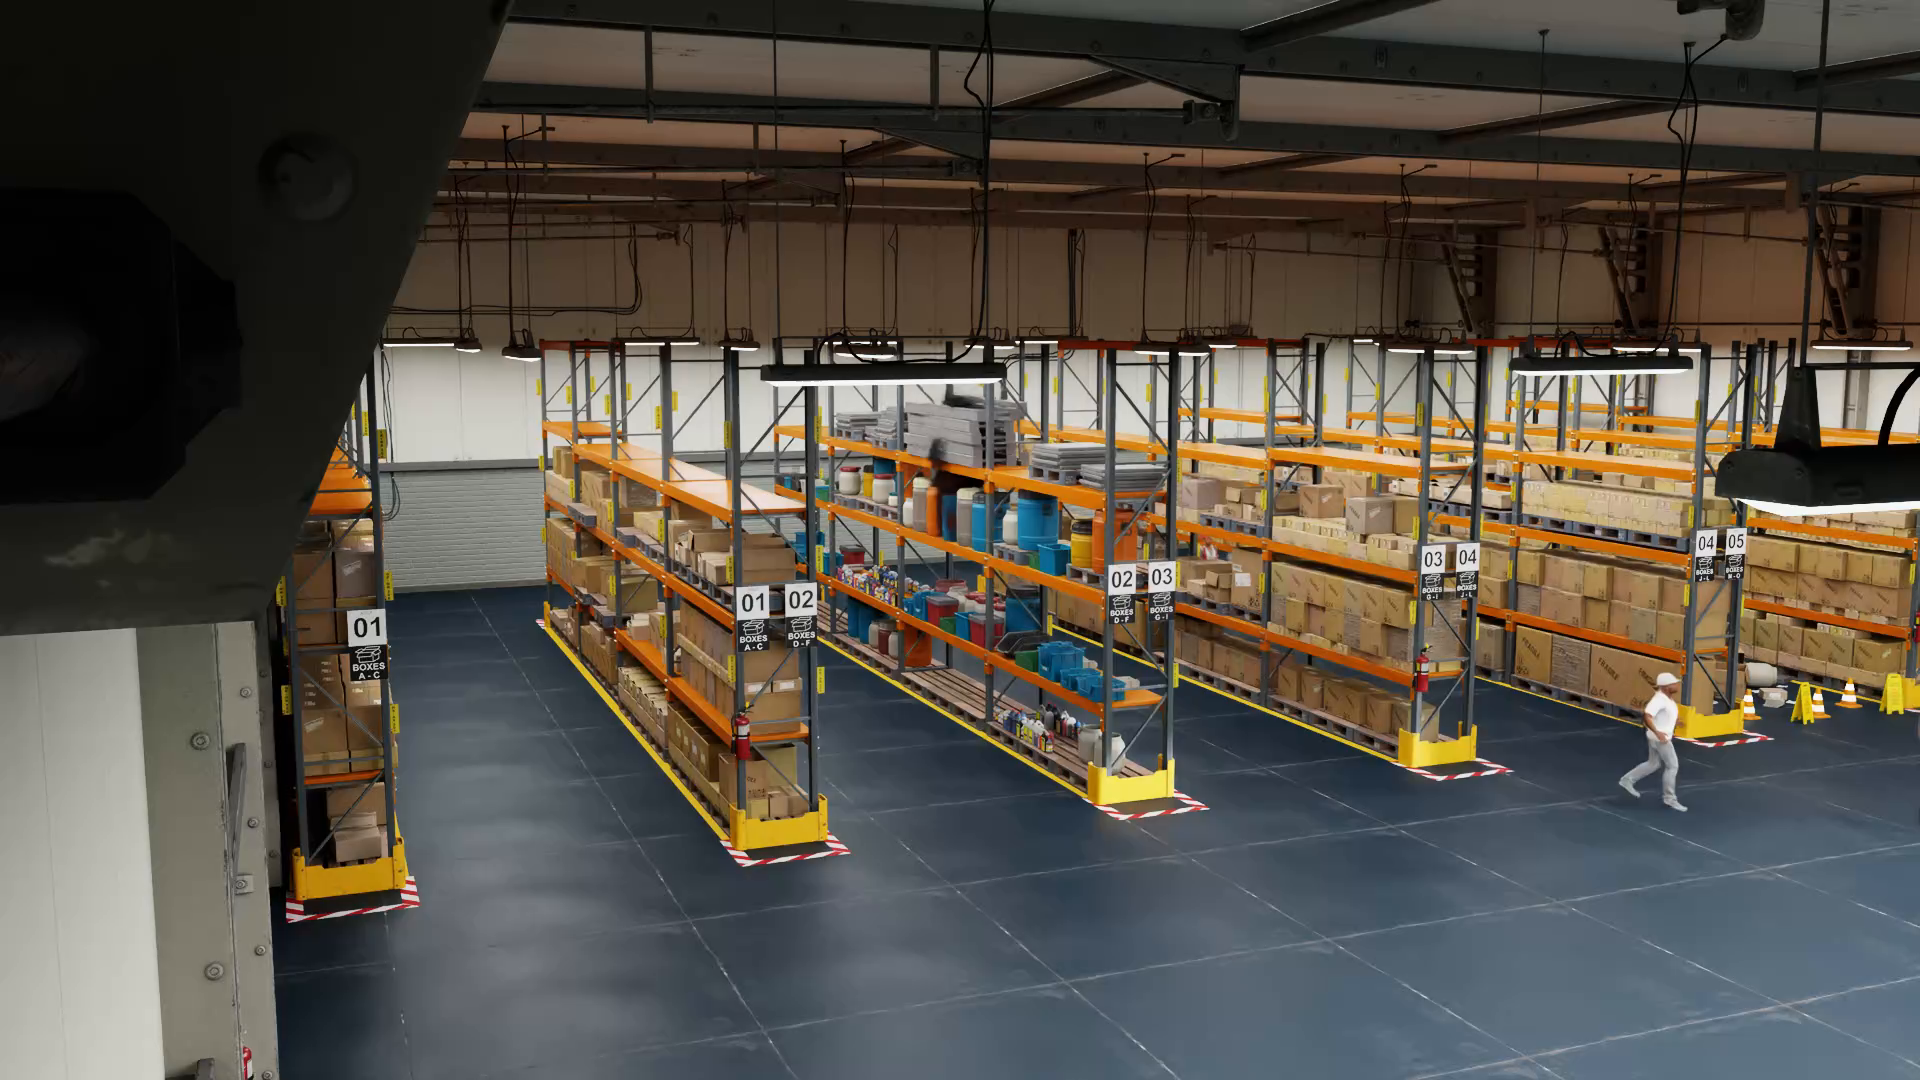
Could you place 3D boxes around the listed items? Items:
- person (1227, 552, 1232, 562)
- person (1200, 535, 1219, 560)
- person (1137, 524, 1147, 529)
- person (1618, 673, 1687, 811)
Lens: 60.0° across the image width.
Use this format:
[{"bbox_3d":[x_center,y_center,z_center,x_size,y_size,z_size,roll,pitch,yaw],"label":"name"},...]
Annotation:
[{"bbox_3d":[7.007,-0.037,42.377,0.798,1.786,0.650,-3,8,-20],"label":"person"},{"bbox_3d":[5.426,0.739,36.325,0.656,1.812,0.813,-2,8,-16],"label":"person"},{"bbox_3d":[4.232,0.423,39.258,0.672,1.625,0.557,1,7,7],"label":"person"},{"bbox_3d":[9.154,2.619,21.886,0.850,1.803,0.682,3,8,22],"label":"person"}]
